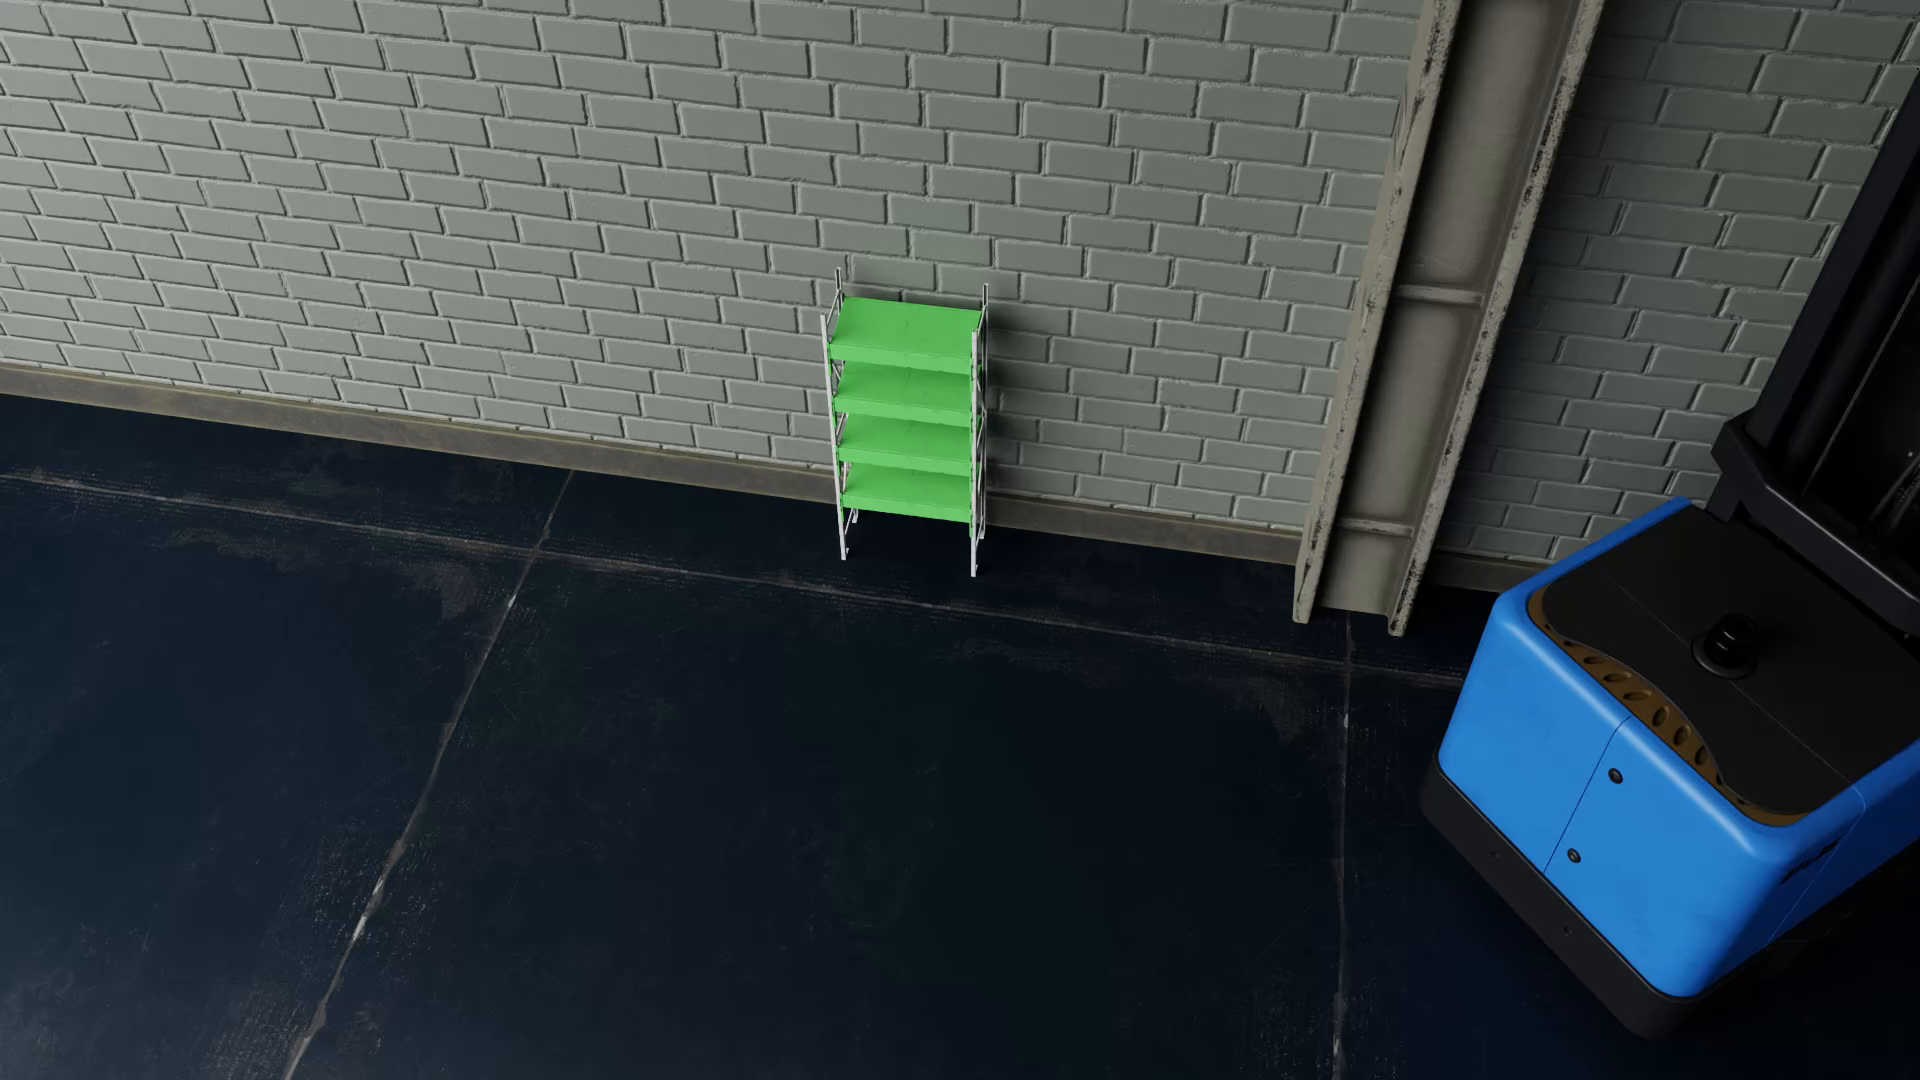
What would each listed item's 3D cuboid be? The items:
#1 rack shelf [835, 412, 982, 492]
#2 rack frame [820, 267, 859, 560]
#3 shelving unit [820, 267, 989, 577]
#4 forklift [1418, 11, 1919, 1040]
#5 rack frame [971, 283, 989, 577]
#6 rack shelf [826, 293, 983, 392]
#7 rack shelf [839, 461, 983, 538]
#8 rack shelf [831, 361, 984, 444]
[{"bbox_3d":[-0.173,-0.336,5.828,0.480,0.148,0.258,7,50,6],"label":"rack shelf"},{"bbox_3d":[-0.414,-0.408,5.807,0.015,1.200,0.240,7,50,6],"label":"rack frame"},{"bbox_3d":[-0.173,-0.378,5.779,0.503,1.200,0.258,7,50,6],"label":"shelving unit"},{"bbox_3d":[3.006,-0.371,4.613,3.031,2.935,1.130,-25,53,-21],"label":"forklift"},{"bbox_3d":[0.067,-0.347,5.752,0.015,1.200,0.240,7,50,6],"label":"rack frame"},{"bbox_3d":[-0.175,-0.650,5.465,0.480,0.148,0.258,7,50,6],"label":"rack shelf"},{"bbox_3d":[-0.172,-0.179,6.009,0.480,0.148,0.258,7,50,6],"label":"rack shelf"},{"bbox_3d":[-0.174,-0.493,5.646,0.480,0.148,0.258,7,50,6],"label":"rack shelf"}]
